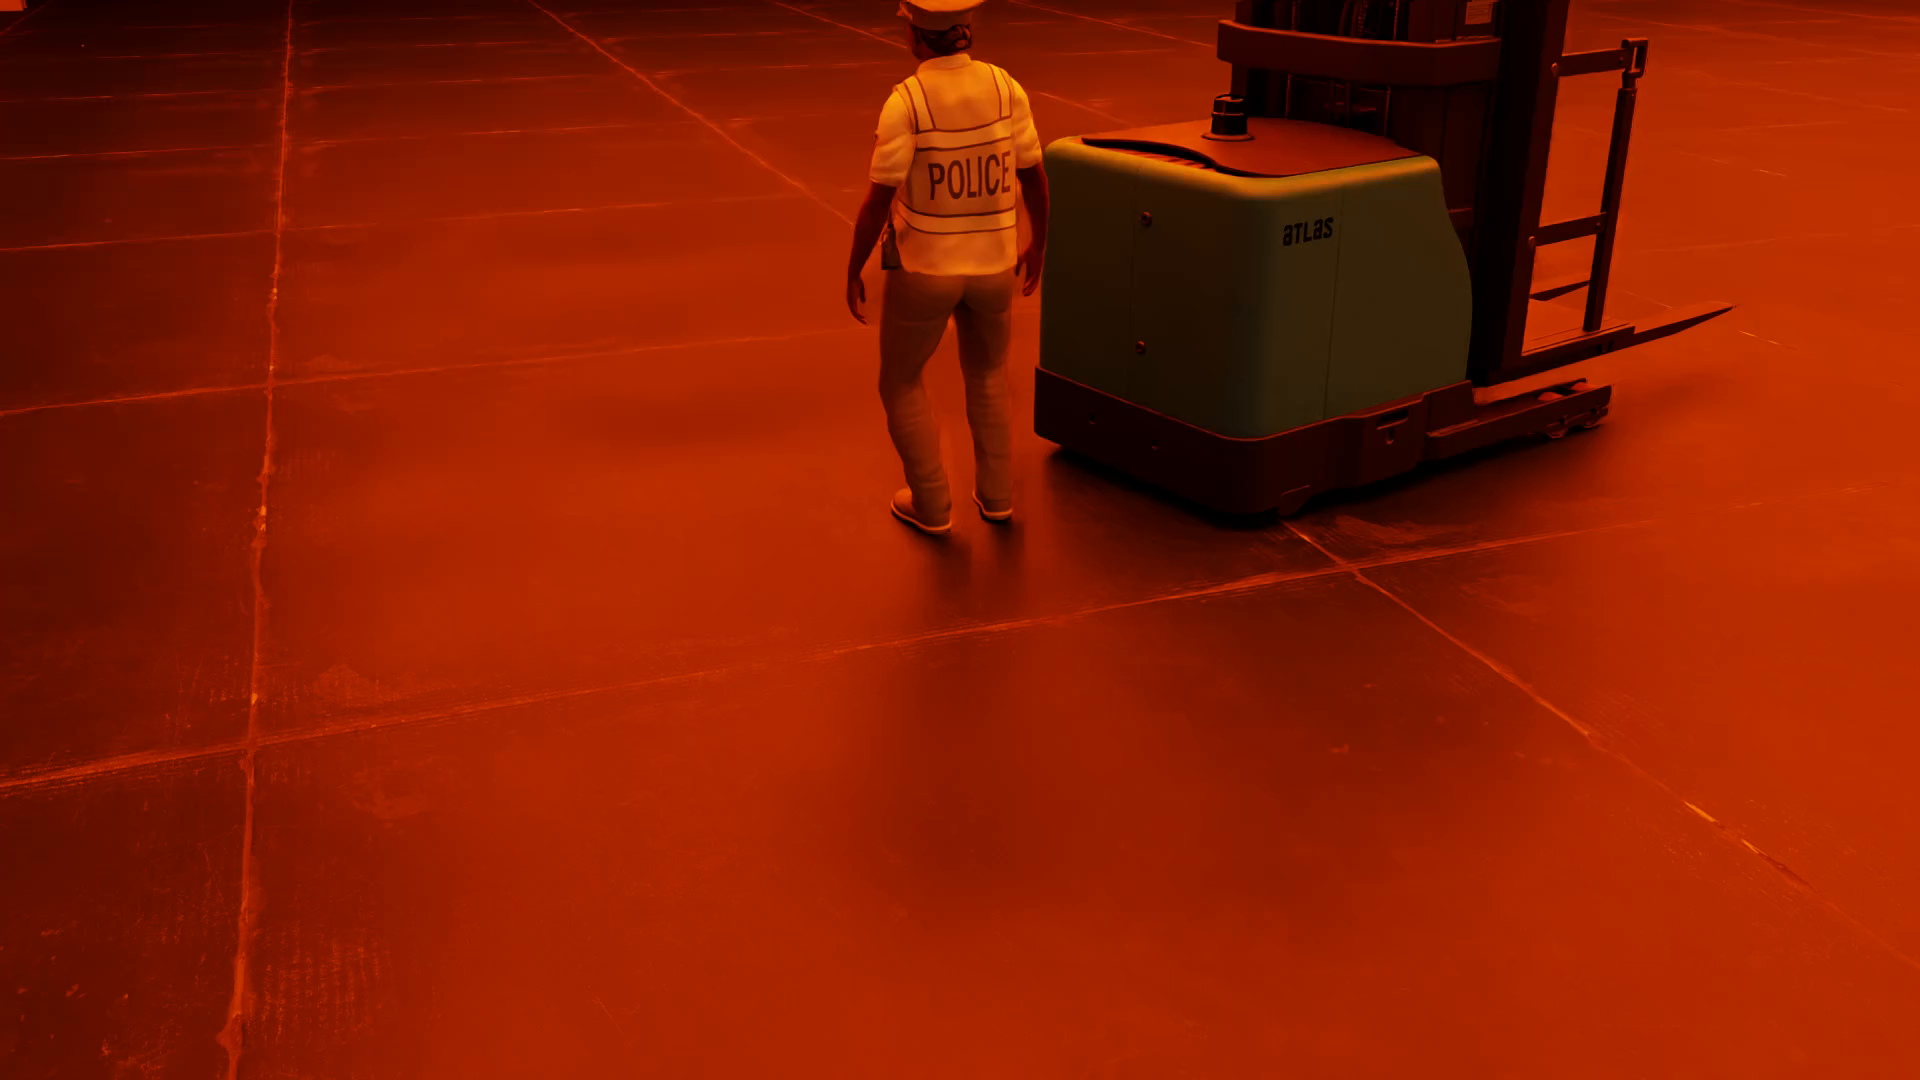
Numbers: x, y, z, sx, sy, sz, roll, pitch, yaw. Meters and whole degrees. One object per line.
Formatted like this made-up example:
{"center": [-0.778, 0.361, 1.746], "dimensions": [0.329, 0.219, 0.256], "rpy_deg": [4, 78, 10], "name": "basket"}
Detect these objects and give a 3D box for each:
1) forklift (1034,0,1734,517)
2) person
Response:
{"center": [1.744, -1.859, 5.720], "dimensions": [3.031, 2.935, 1.130], "rpy_deg": [-16, 28, -33], "name": "forklift"}
{"center": [-0.046, -0.808, 4.870], "dimensions": [0.630, 1.661, 0.438], "rpy_deg": [-10, 25, -22], "name": "person"}
